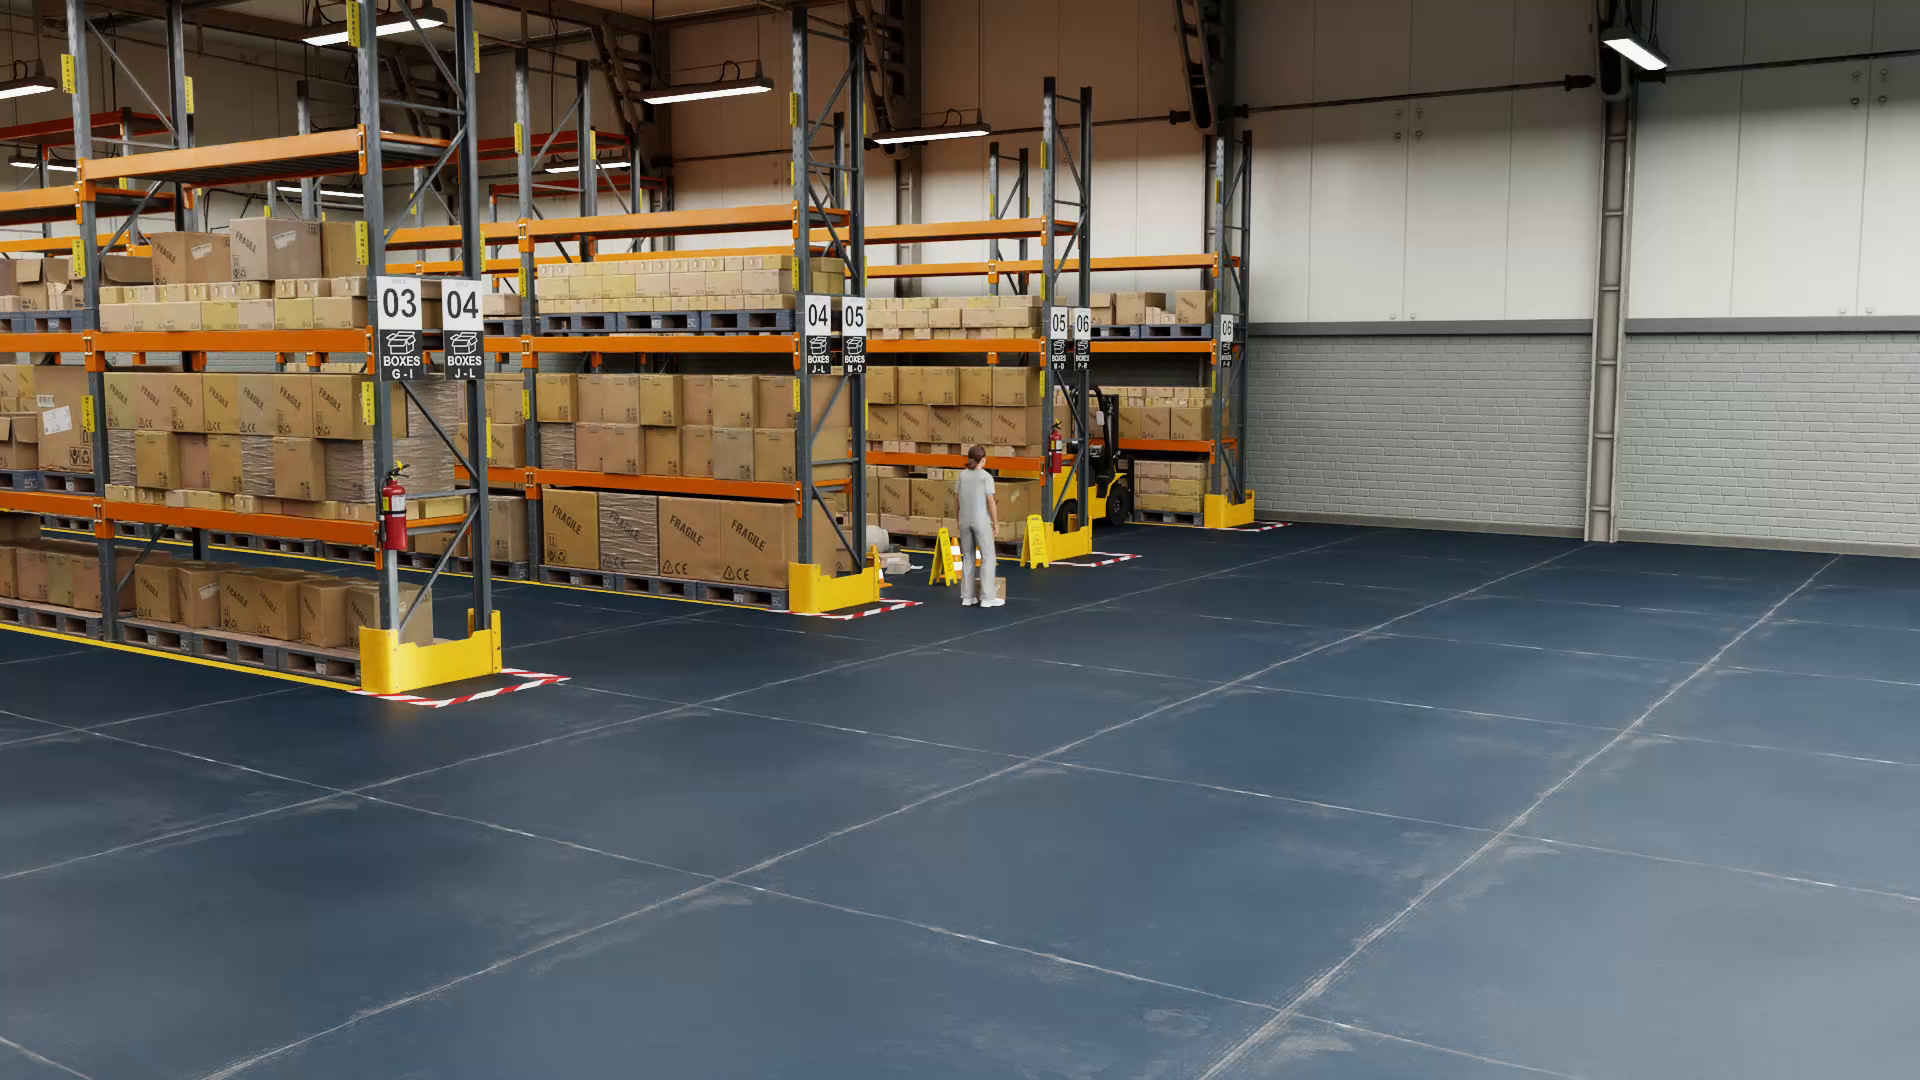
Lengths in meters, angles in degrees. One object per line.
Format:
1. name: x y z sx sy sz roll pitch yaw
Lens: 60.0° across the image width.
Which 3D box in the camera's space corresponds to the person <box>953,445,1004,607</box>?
1. person: 0.177 -0.150 17.318 0.514 1.671 0.357 4 7 30
